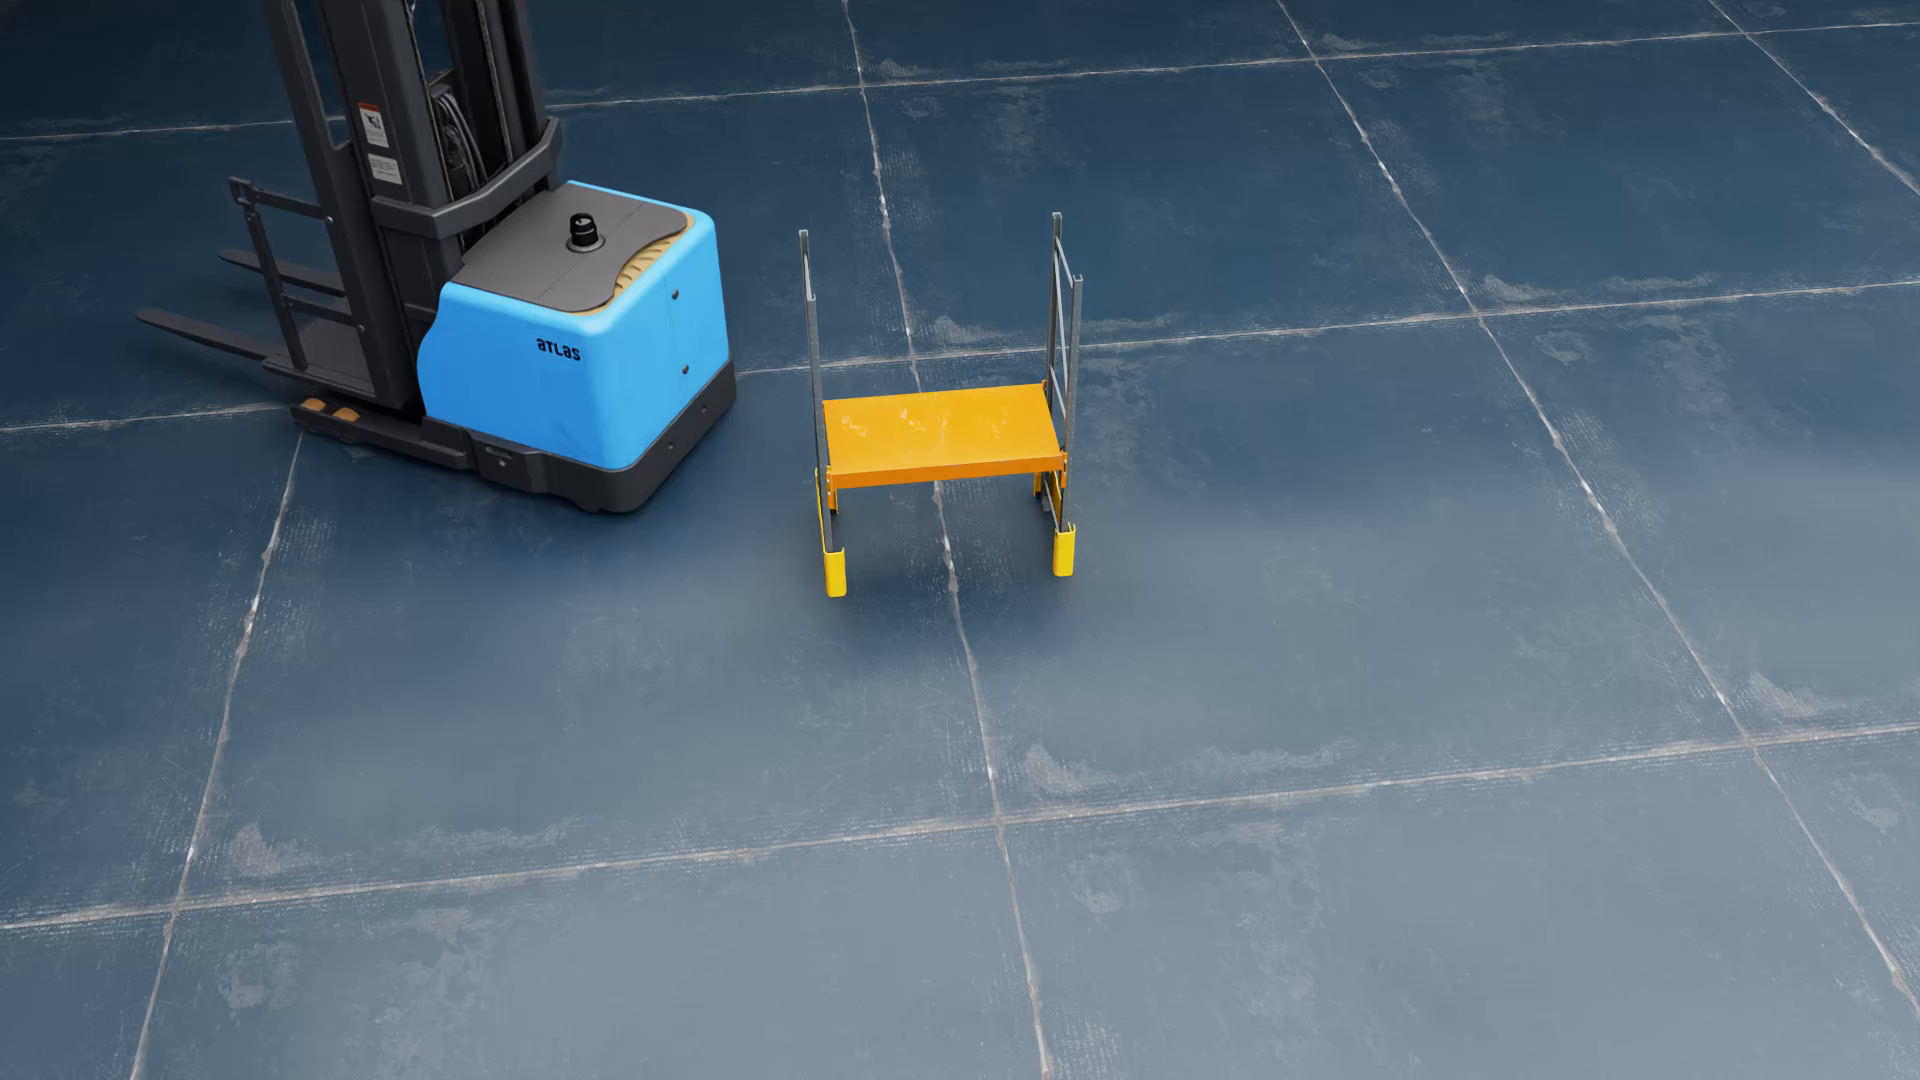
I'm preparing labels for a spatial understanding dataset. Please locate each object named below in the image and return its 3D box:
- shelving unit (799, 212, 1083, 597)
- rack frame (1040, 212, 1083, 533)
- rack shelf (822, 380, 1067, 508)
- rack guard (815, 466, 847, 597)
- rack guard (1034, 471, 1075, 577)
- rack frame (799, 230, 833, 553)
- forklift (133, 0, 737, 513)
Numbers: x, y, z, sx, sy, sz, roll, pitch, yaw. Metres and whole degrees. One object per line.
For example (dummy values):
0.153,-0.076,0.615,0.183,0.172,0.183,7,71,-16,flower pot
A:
-0.076,-0.550,6.955,1.083,1.500,0.587,-5,42,-6,shelving unit
0.419,-0.594,7.004,0.032,1.500,0.500,-5,42,-6,rack frame
-0.085,-0.416,7.075,1.000,0.185,0.538,-5,42,-6,rack shelf
-0.569,-0.043,7.326,0.087,0.250,0.587,-5,42,-6,rack guard
0.418,-0.129,7.422,0.087,0.250,0.587,-5,42,-6,rack guard
-0.589,-0.505,6.906,0.032,1.500,0.500,-5,42,-6,rack frame
-2.657,-1.862,7.341,3.031,2.935,1.130,16,45,17,forklift
